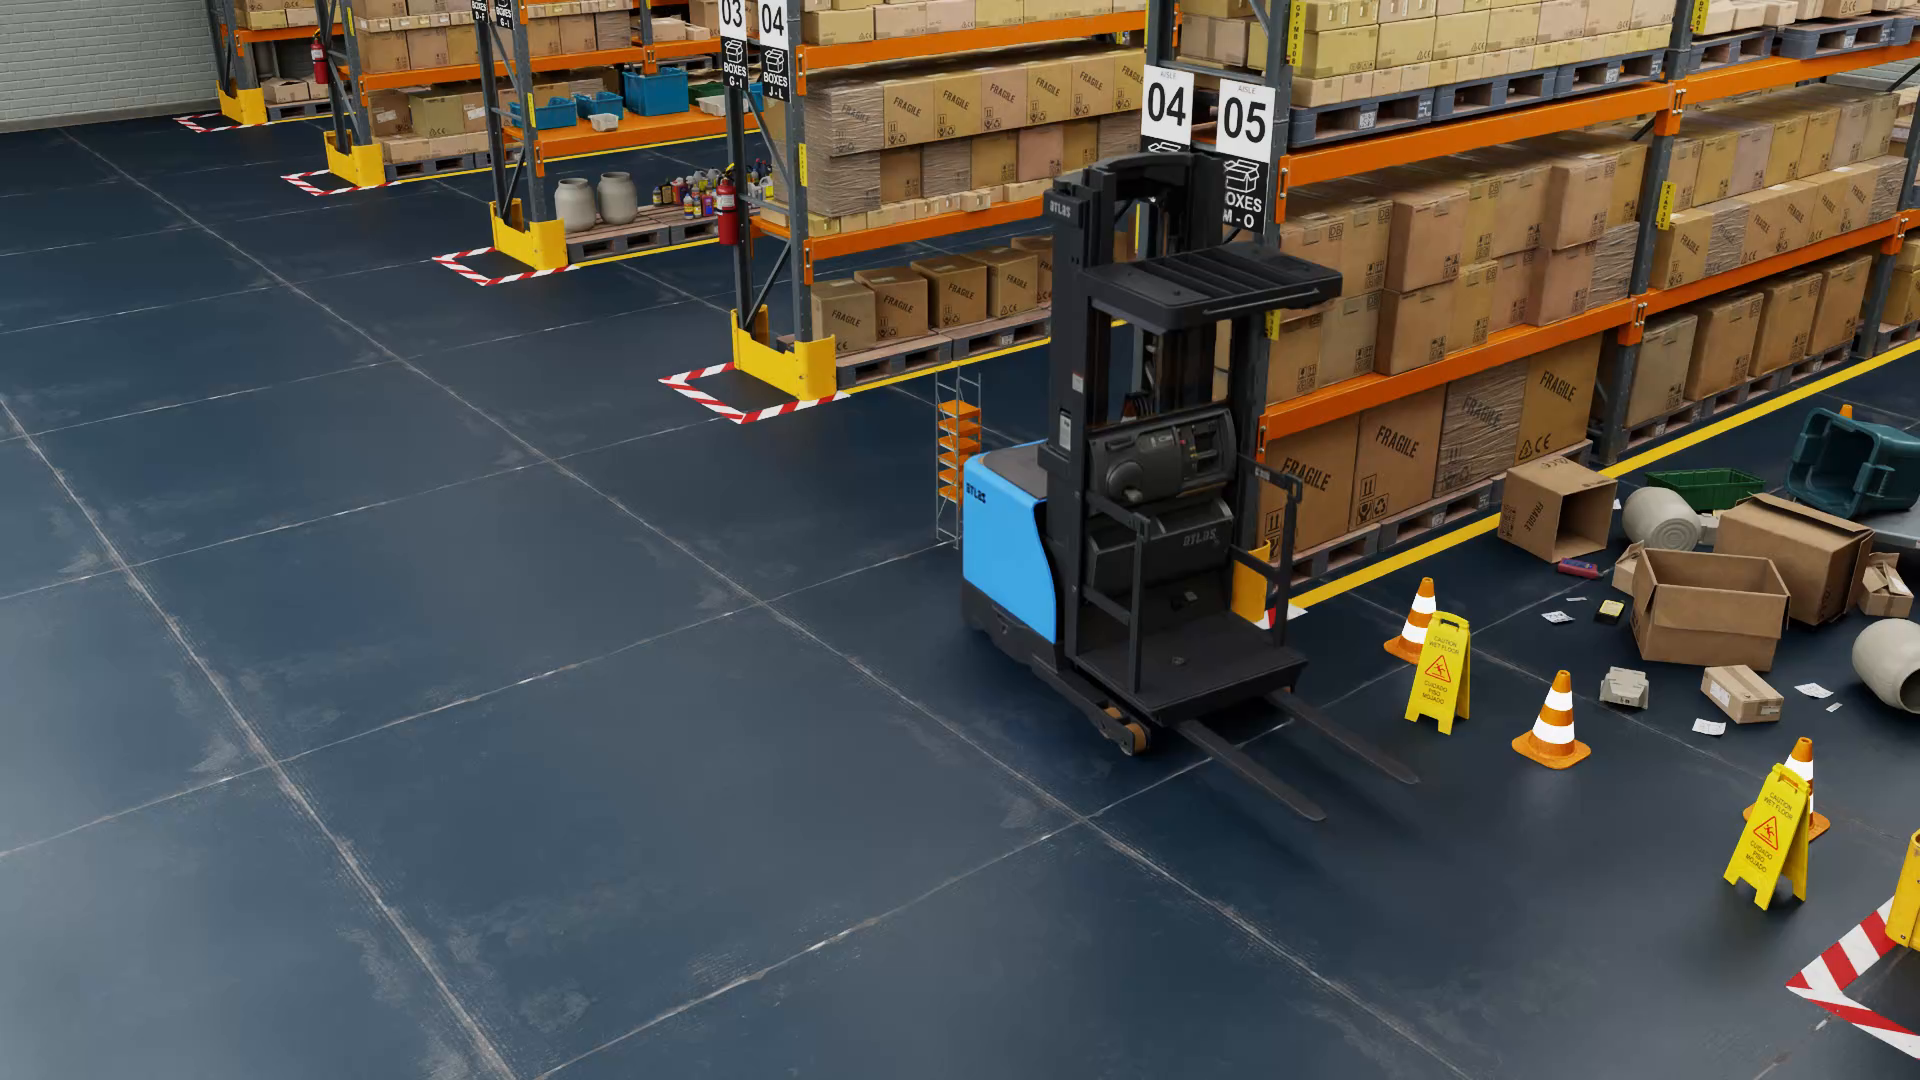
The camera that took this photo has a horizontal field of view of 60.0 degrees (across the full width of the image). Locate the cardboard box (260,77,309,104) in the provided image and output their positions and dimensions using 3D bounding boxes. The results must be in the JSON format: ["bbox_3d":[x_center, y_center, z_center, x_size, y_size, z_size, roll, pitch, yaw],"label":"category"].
[{"bbox_3d":[-10.129,-6.765,24.934,0.500,0.311,0.500,-23,33,-40],"label":"cardboard box"}]

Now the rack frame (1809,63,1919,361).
[{"bbox_3d":[7.717,-3.121,14.412,0.127,3.000,1.000,-18,31,-34],"label":"rack frame"}]

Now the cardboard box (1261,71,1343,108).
[{"bbox_3d":[1.889,-2.508,9.209,0.250,0.149,0.380,-18,30,-34],"label":"cardboard box"}]

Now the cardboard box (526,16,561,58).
[{"bbox_3d":[-5.675,-6.694,21.991,0.500,0.500,0.700,-18,30,-33],"label":"cardboard box"}]

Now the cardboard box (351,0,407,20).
[{"bbox_3d":[-7.253,-6.759,20.591,0.500,0.500,0.700,-18,30,-34],"label":"cardboard box"}]

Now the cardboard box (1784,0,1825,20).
[{"bbox_3d":[6.172,-4.033,12.356,0.258,0.266,0.396,-18,31,-34],"label":"cardboard box"}]

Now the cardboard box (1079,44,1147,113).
[{"bbox_3d":[1.404,-4.177,15.027,0.500,0.500,0.500,-18,31,-34],"label":"cardboard box"}]

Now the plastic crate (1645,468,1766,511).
[{"bbox_3d":[5.241,-0.353,11.720,0.662,0.188,0.450,-3,15,-7],"label":"plastic crate"}]

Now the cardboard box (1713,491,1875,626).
[{"bbox_3d":[5.106,0.101,10.274,0.503,0.637,0.797,-18,31,-34],"label":"cardboard box"}]

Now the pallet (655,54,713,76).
[{"bbox_3d":[-5.050,-8.246,28.766,1.213,0.211,1.003,-18,31,-34],"label":"pallet"}]

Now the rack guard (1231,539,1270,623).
[{"bbox_3d":[1.403,0.097,10.447,0.348,0.500,1.175,-18,31,-34],"label":"rack guard"}]

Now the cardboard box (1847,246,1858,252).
[{"bbox_3d":[8.093,-2.782,15.261,0.500,0.250,0.500,-19,31,-35],"label":"cardboard box"}]

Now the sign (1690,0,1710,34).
[{"bbox_3d":[4.913,-3.529,11.020,0.005,0.325,0.100,-18,31,-34],"label":"sign"}]

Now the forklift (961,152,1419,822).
[{"bbox_3d":[1.194,-0.415,8.663,1.130,2.935,3.031,-14,28,-28],"label":"forklift"}]

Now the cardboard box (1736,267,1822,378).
[{"bbox_3d":[6.496,-1.934,14.028,0.750,0.750,1.050,-18,30,-33],"label":"cardboard box"}]

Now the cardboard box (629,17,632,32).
[{"bbox_3d":[-5.857,-8.652,27.885,0.500,0.250,0.500,-18,31,-34],"label":"cardboard box"}]

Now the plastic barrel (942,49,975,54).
[{"bbox_3d":[-0.003,-5.820,20.066,0.433,0.535,0.433,0,25,0],"label":"plastic barrel"}]

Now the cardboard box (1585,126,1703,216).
[{"bbox_3d":[4.956,-2.712,12.223,0.500,0.500,0.700,-19,31,-35],"label":"cardboard box"}]

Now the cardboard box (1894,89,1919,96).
[{"bbox_3d":[9.044,-4.149,15.720,0.250,0.149,0.380,-17,30,-33],"label":"cardboard box"}]

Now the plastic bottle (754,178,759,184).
[{"bbox_3d":[-2.286,-3.990,18.989,0.133,0.283,0.061,-18,31,-34],"label":"plastic bottle"}]

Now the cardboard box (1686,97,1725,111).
[{"bbox_3d":[9.160,-5.435,21.422,0.875,0.875,0.875,-18,31,-34],"label":"cardboard box"}]

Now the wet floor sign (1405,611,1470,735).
[{"bbox_3d":[2.620,0.689,9.000,0.267,0.644,0.232,21,32,37],"label":"wet floor sign"}]

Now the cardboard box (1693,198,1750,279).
[{"bbox_3d":[5.546,-2.306,12.537,0.500,0.500,0.500,-18,30,-34],"label":"cardboard box"}]

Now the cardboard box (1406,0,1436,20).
[{"bbox_3d":[2.479,-3.065,9.461,0.250,0.149,0.380,-18,30,-33],"label":"cardboard box"}]

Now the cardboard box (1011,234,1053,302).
[{"bbox_3d":[0.803,-2.566,15.686,0.500,0.500,0.500,-9,26,-18],"label":"cardboard box"}]

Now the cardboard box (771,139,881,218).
[{"bbox_3d":[-1.110,-3.026,13.735,0.500,0.500,0.875,-18,31,-34],"label":"cardboard box"}]

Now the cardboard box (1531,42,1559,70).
[{"bbox_3d":[3.478,-3.032,10.338,0.250,0.149,0.380,-19,31,-34],"label":"cardboard box"}]

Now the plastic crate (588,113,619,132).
[{"bbox_3d":[-3.713,-4.359,17.393,0.250,0.136,0.298,-18,31,-34],"label":"plastic crate"}]

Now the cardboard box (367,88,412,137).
[{"bbox_3d":[-7.431,-5.516,21.449,0.500,0.500,0.500,-18,31,-34],"label":"cardboard box"}]

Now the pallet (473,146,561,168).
[{"bbox_3d":[-6.134,-5.258,22.328,1.213,0.211,1.003,-18,31,-34],"label":"pallet"}]

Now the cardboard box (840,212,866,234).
[{"bbox_3d":[-0.980,-2.652,13.699,0.250,0.149,0.380,-18,31,-34],"label":"cardboard box"}]

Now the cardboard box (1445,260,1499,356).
[{"bbox_3d":[3.015,-1.628,11.016,0.500,0.550,0.875,-18,31,-34],"label":"cardboard box"}]

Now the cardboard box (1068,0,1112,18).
[{"bbox_3d":[0.973,-4.707,14.443,0.500,0.250,0.500,-17,30,-33],"label":"cardboard box"}]

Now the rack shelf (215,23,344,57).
[{"bbox_3d":[-9.155,-7.828,25.409,4.000,0.370,1.077,-18,31,-34],"label":"rack shelf"}]

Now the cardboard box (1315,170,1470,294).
[{"bbox_3d":[2.638,-1.958,10.445,0.550,0.550,0.875,-18,31,-34],"label":"cardboard box"}]

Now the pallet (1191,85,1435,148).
[{"bbox_3d":[1.999,-2.559,9.744,1.213,0.211,1.003,-18,31,-34],"label":"pallet"}]

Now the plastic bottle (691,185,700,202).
[{"bbox_3d":[-3.025,-3.961,19.024,0.097,0.201,0.097,0,25,0],"label":"plastic bottle"}]

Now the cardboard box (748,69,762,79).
[{"bbox_3d":[-2.834,-6.656,24.130,0.500,0.311,0.500,-17,30,-33],"label":"cardboard box"}]

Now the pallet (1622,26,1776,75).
[{"bbox_3d":[5.260,-3.610,12.130,1.217,0.209,0.805,-20,31,-36],"label":"pallet"}]

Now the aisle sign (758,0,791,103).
[{"bbox_3d":[-1.423,-3.776,12.735,0.004,0.787,0.394,-18,31,-34],"label":"aisle sign"}]

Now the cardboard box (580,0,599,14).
[{"bbox_3d":[-5.004,-7.099,22.095,0.250,0.149,0.380,-19,31,-35],"label":"cardboard box"}]

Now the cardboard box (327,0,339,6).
[{"bbox_3d":[-9.362,-8.198,24.614,0.500,0.500,0.500,-19,31,-36],"label":"cardboard box"}]

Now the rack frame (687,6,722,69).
[{"bbox_3d":[-4.434,-9.713,28.615,0.127,3.000,1.000,-18,31,-34],"label":"rack frame"}]

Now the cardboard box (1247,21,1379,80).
[{"bbox_3d":[1.960,-2.746,9.249,0.500,0.250,0.500,-18,31,-34],"label":"cardboard box"}]

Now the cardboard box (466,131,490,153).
[{"bbox_3d":[-6.325,-5.264,21.798,0.500,0.250,0.500,-18,31,-34],"label":"cardboard box"}]

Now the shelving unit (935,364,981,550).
[{"bbox_3d":[-0.011,-0.540,10.989,0.189,1.200,0.258,-18,31,-34],"label":"shelving unit"}]

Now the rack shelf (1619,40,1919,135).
[{"bbox_3d":[6.143,-3.636,12.812,4.000,0.370,1.077,-18,31,-34],"label":"rack shelf"}]

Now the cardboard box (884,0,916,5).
[{"bbox_3d":[-0.555,-4.369,13.243,0.250,0.149,0.380,-17,30,-32],"label":"cardboard box"}]

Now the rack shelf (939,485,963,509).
[{"bbox_3d":[-0.011,-0.282,11.109,0.180,0.103,0.258,-18,31,-34],"label":"rack shelf"}]

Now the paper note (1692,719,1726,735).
[{"bbox_3d":[4.071,1.013,9.032,0.148,0.019,0.142,15,29,29],"label":"paper note"}]

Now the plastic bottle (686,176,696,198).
[{"bbox_3d":[-3.117,-4.032,19.087,0.135,0.276,0.152,-19,31,-35],"label":"plastic bottle"}]

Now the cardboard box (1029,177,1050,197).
[{"bbox_3d":[0.586,-3.176,14.828,0.250,0.149,0.380,-18,31,-34],"label":"cardboard box"}]

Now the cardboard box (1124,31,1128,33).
[{"bbox_3d":[3.249,-8.669,28.809,0.637,0.503,0.797,-18,31,-34],"label":"cardboard box"}]

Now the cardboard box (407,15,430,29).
[{"bbox_3d":[-6.825,-6.499,20.800,0.250,0.149,0.380,-18,30,-34],"label":"cardboard box"}]
